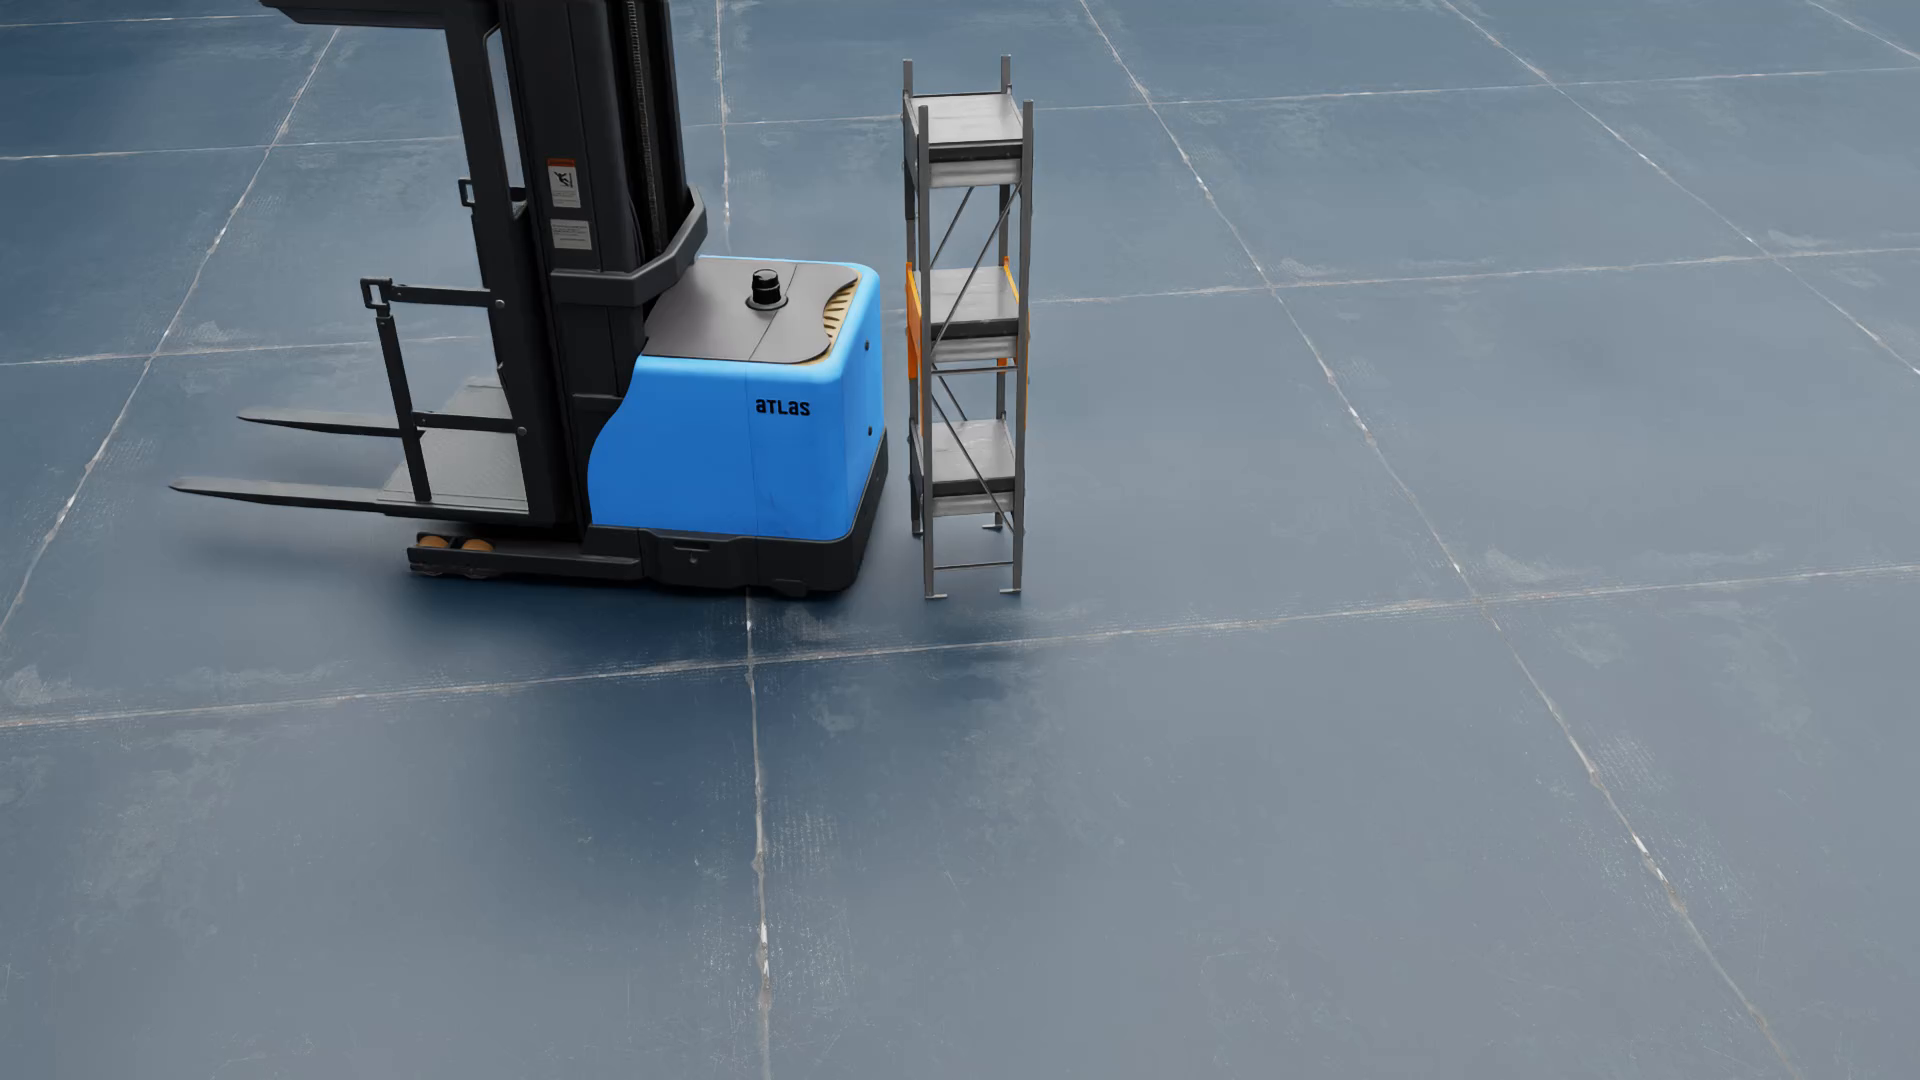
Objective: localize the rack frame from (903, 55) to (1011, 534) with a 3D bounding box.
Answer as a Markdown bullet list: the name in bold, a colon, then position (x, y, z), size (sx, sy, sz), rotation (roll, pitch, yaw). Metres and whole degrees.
- **rack frame**: position (-0.011, -0.911, 6.723), size (0.400, 2.100, 0.015), rotation (-4, 35, -6)

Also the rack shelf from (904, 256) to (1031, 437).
- **rack shelf**: position (0.022, -0.764, 6.531), size (0.431, 0.518, 0.480), rotation (-4, 35, -6)

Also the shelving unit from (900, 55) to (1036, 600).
- **shelving unit**: position (0.022, -0.775, 6.523), size (0.431, 2.100, 0.503), rotation (-4, 35, -6)

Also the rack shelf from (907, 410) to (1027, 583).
- **rack shelf**: position (0.022, -0.186, 6.925), size (0.431, 0.518, 0.480), rotation (-4, 35, -6)

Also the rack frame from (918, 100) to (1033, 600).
- **rack frame**: position (0.055, -0.639, 6.323), size (0.400, 2.100, 0.015), rotation (-4, 35, -6)

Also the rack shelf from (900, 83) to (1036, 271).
- **rack shelf**: position (0.022, -1.342, 6.137), size (0.431, 0.518, 0.480), rotation (-4, 35, -6)

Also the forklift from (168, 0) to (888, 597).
- **forklift**: position (-1.884, -1.336, 6.608), size (3.031, 2.935, 1.130), rotation (4, 34, 6)
